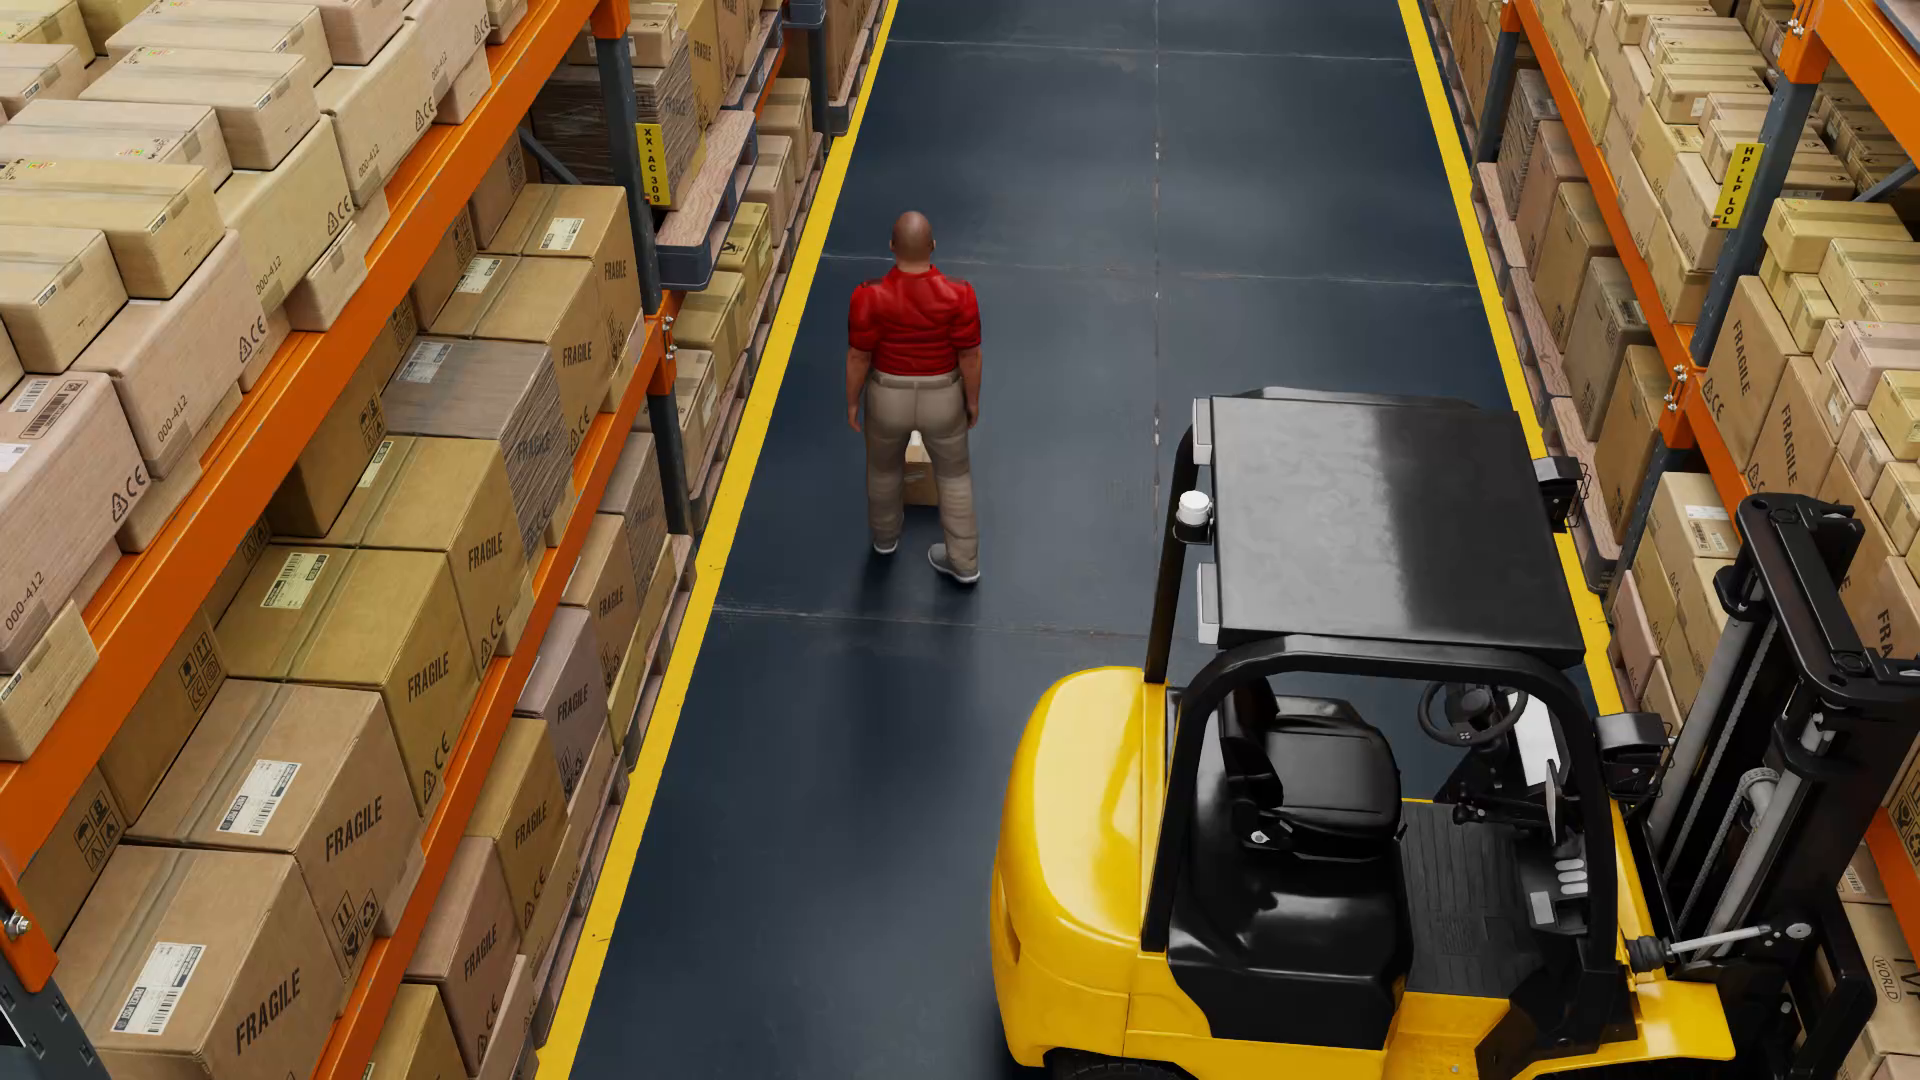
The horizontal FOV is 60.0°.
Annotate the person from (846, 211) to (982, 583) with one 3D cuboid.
[{"bbox_3d":[-0.194,-0.611,6.906,0.559,1.740,0.578,-2,40,-3],"label":"person"}]
